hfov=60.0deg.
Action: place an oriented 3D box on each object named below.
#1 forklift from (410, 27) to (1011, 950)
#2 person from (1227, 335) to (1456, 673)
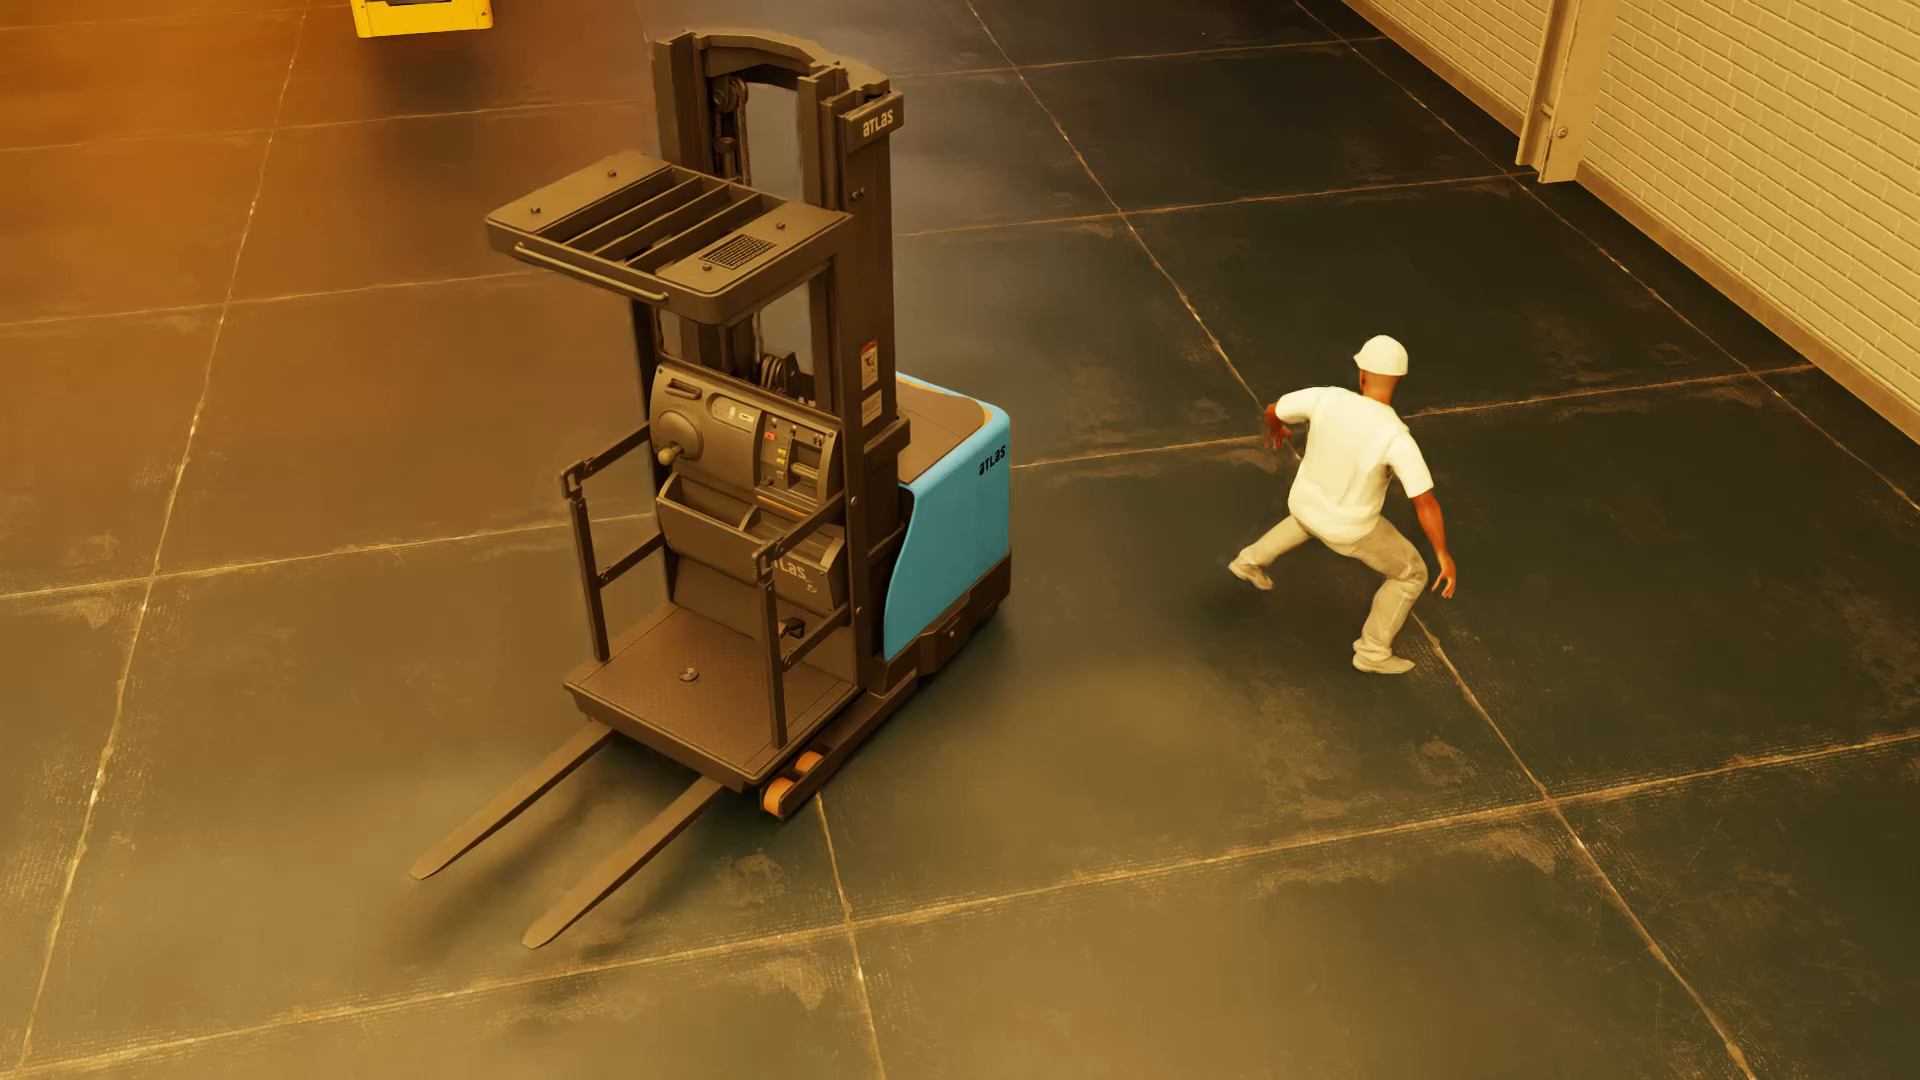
[{"bbox_3d":[-0.995,-0.350,6.536,1.130,2.935,3.031,22,41,27],"label":"forklift"},{"bbox_3d":[1.774,-0.149,7.427,0.510,1.643,1.181,-22,41,-27],"label":"person"}]
